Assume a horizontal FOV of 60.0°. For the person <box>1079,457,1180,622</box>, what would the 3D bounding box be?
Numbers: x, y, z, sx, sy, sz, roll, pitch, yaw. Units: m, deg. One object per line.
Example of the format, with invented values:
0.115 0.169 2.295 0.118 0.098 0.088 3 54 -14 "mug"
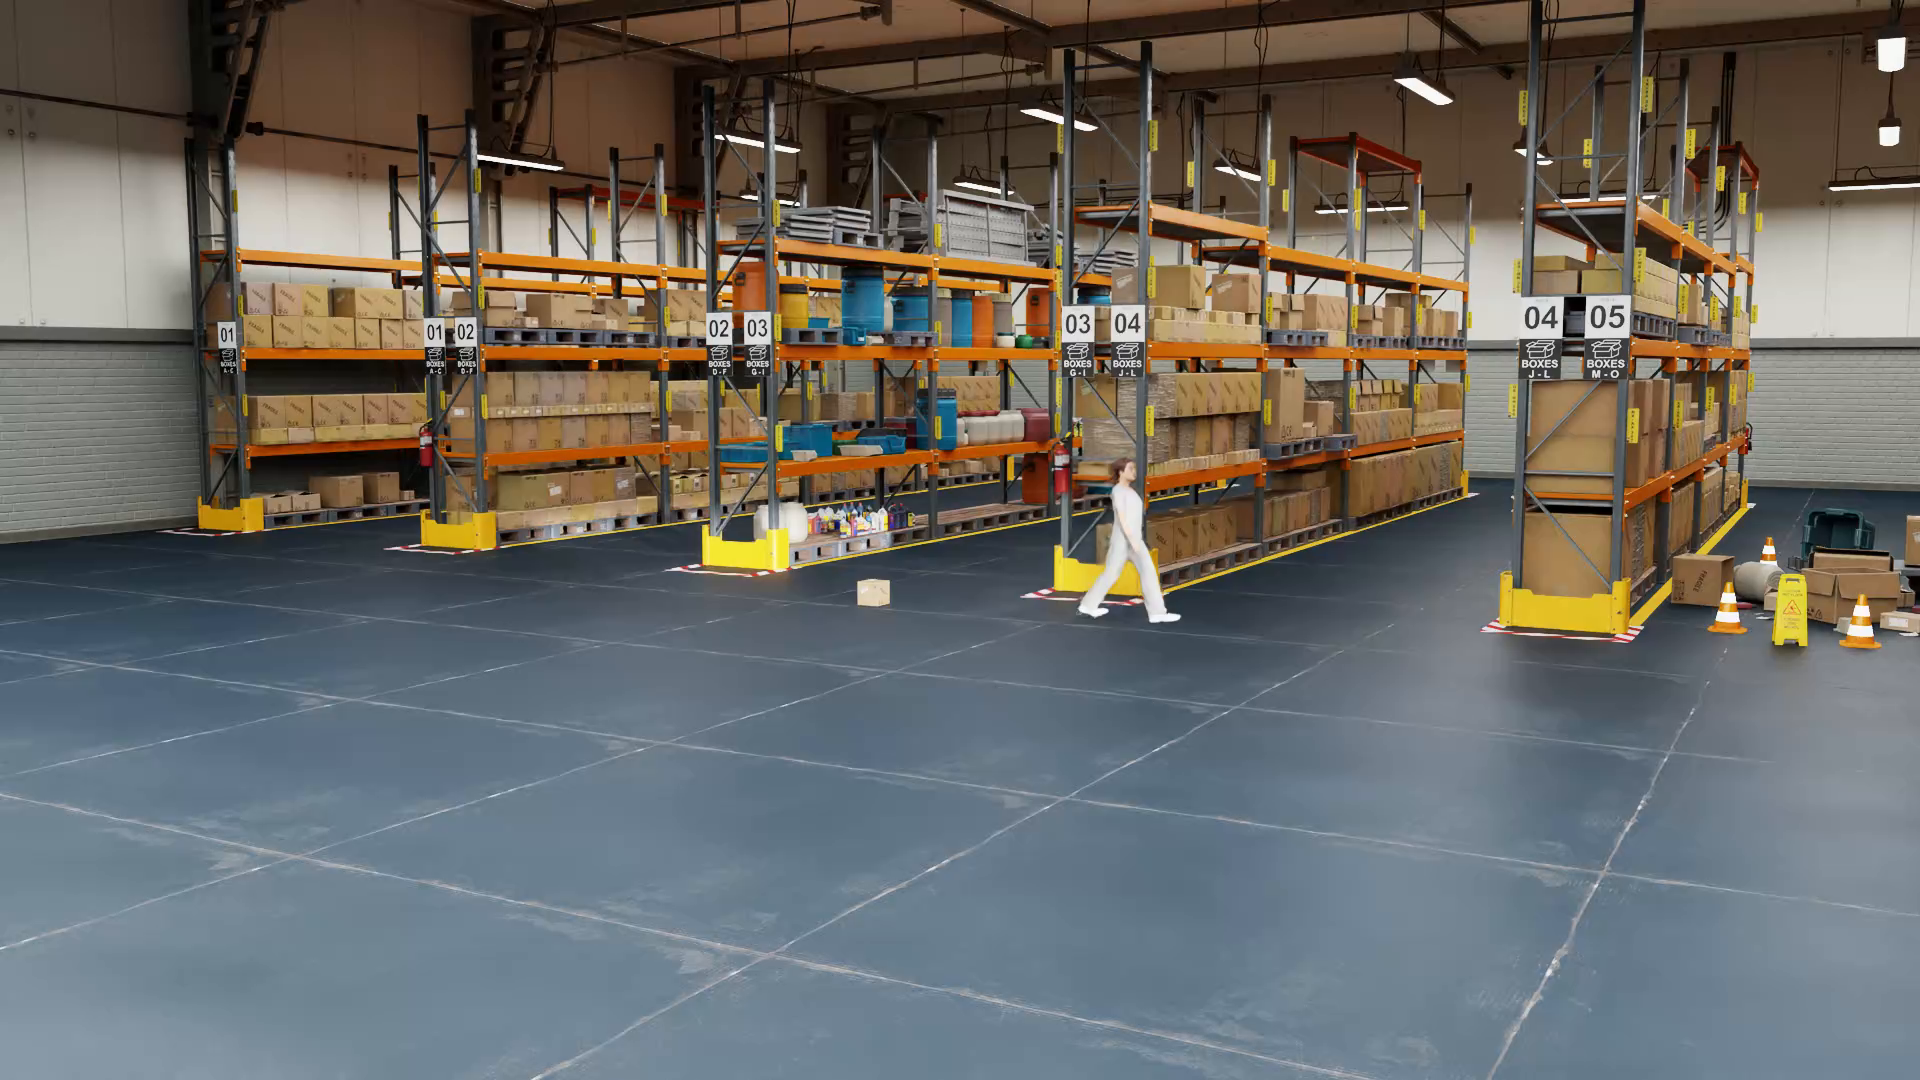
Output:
1.657 -0.002 16.359 1.020 1.622 0.460 3 7 27 "person"
